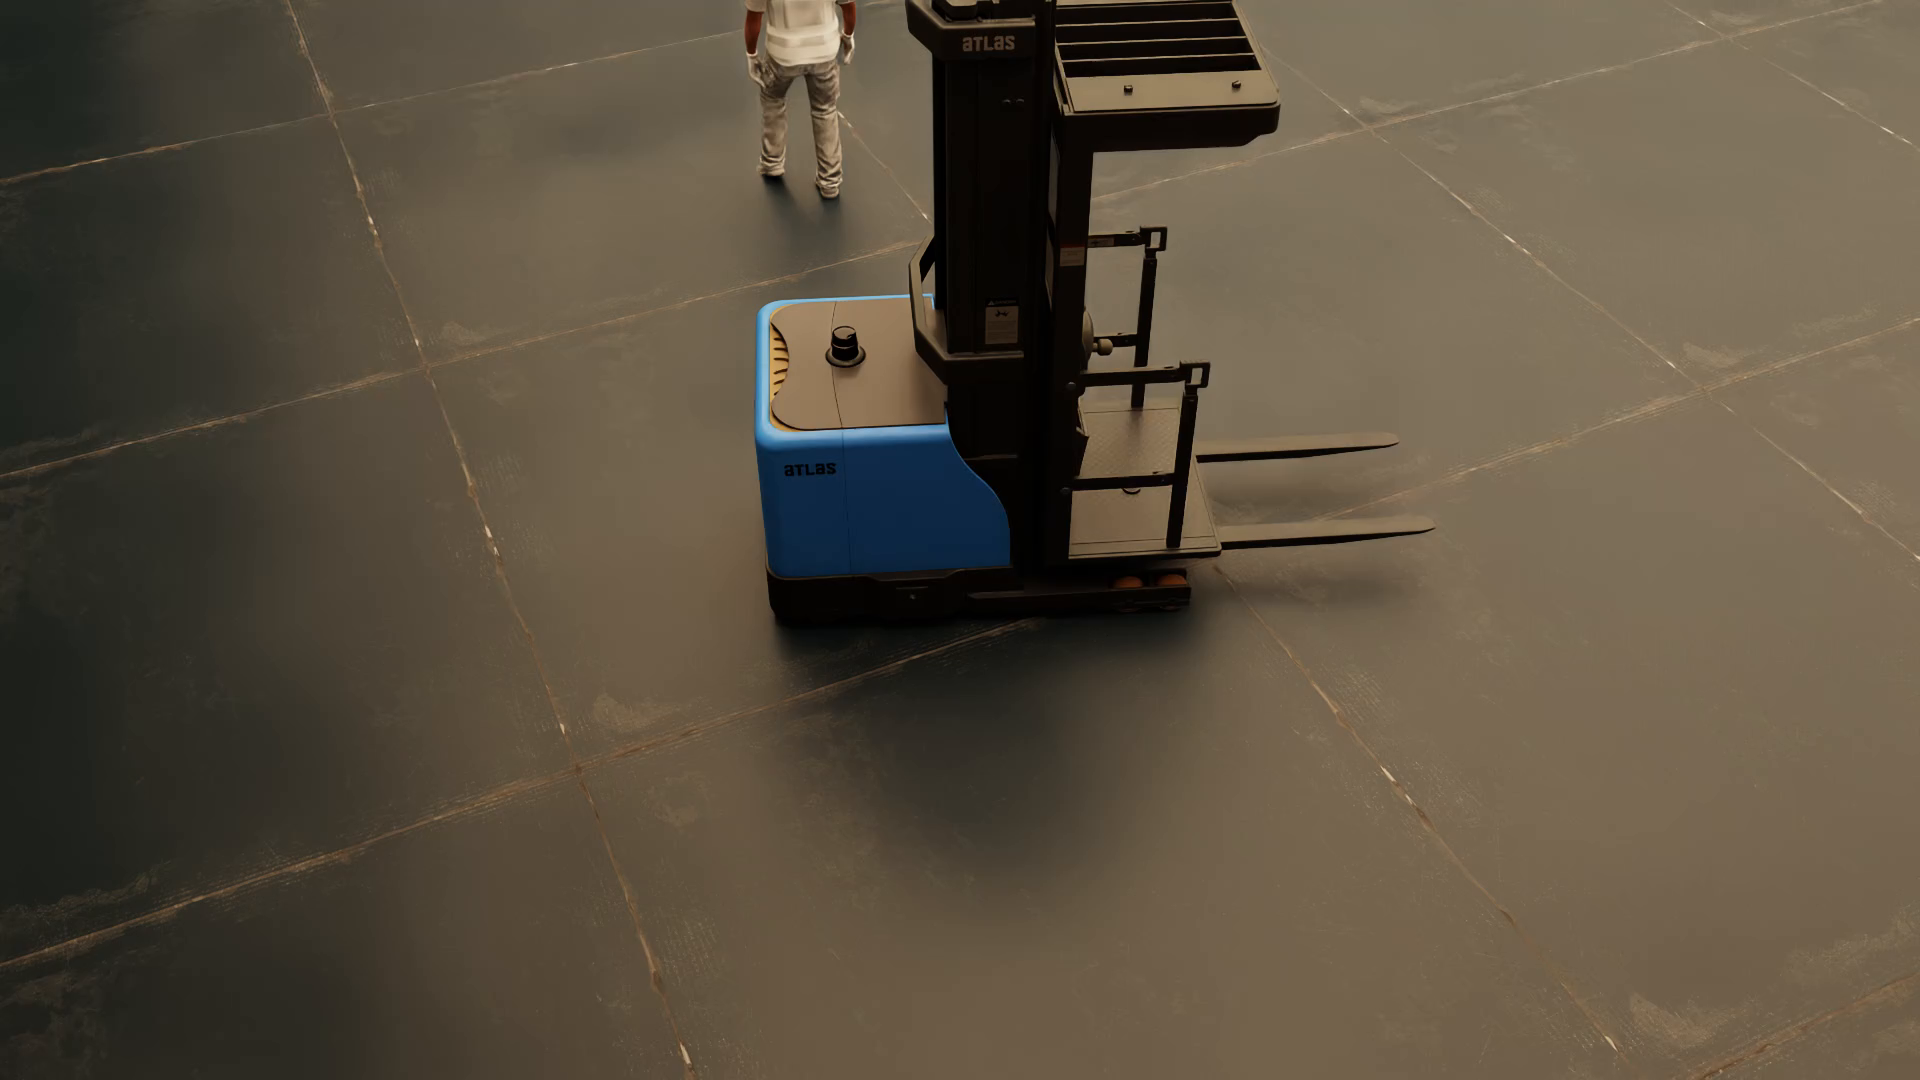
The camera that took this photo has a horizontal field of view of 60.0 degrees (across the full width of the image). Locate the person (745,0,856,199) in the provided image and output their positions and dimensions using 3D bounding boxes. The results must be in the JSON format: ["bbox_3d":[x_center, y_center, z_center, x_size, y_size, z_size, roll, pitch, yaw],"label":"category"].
[{"bbox_3d":[-0.925,-2.847,9.629,0.650,1.823,0.550,-9,44,-10],"label":"person"}]

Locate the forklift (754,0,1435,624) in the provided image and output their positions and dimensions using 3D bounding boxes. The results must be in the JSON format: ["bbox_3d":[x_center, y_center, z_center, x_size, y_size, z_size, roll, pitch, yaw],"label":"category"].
[{"bbox_3d":[0.627,-1.106,6.866,3.031,2.935,1.130,-3,43,-3],"label":"forklift"}]
